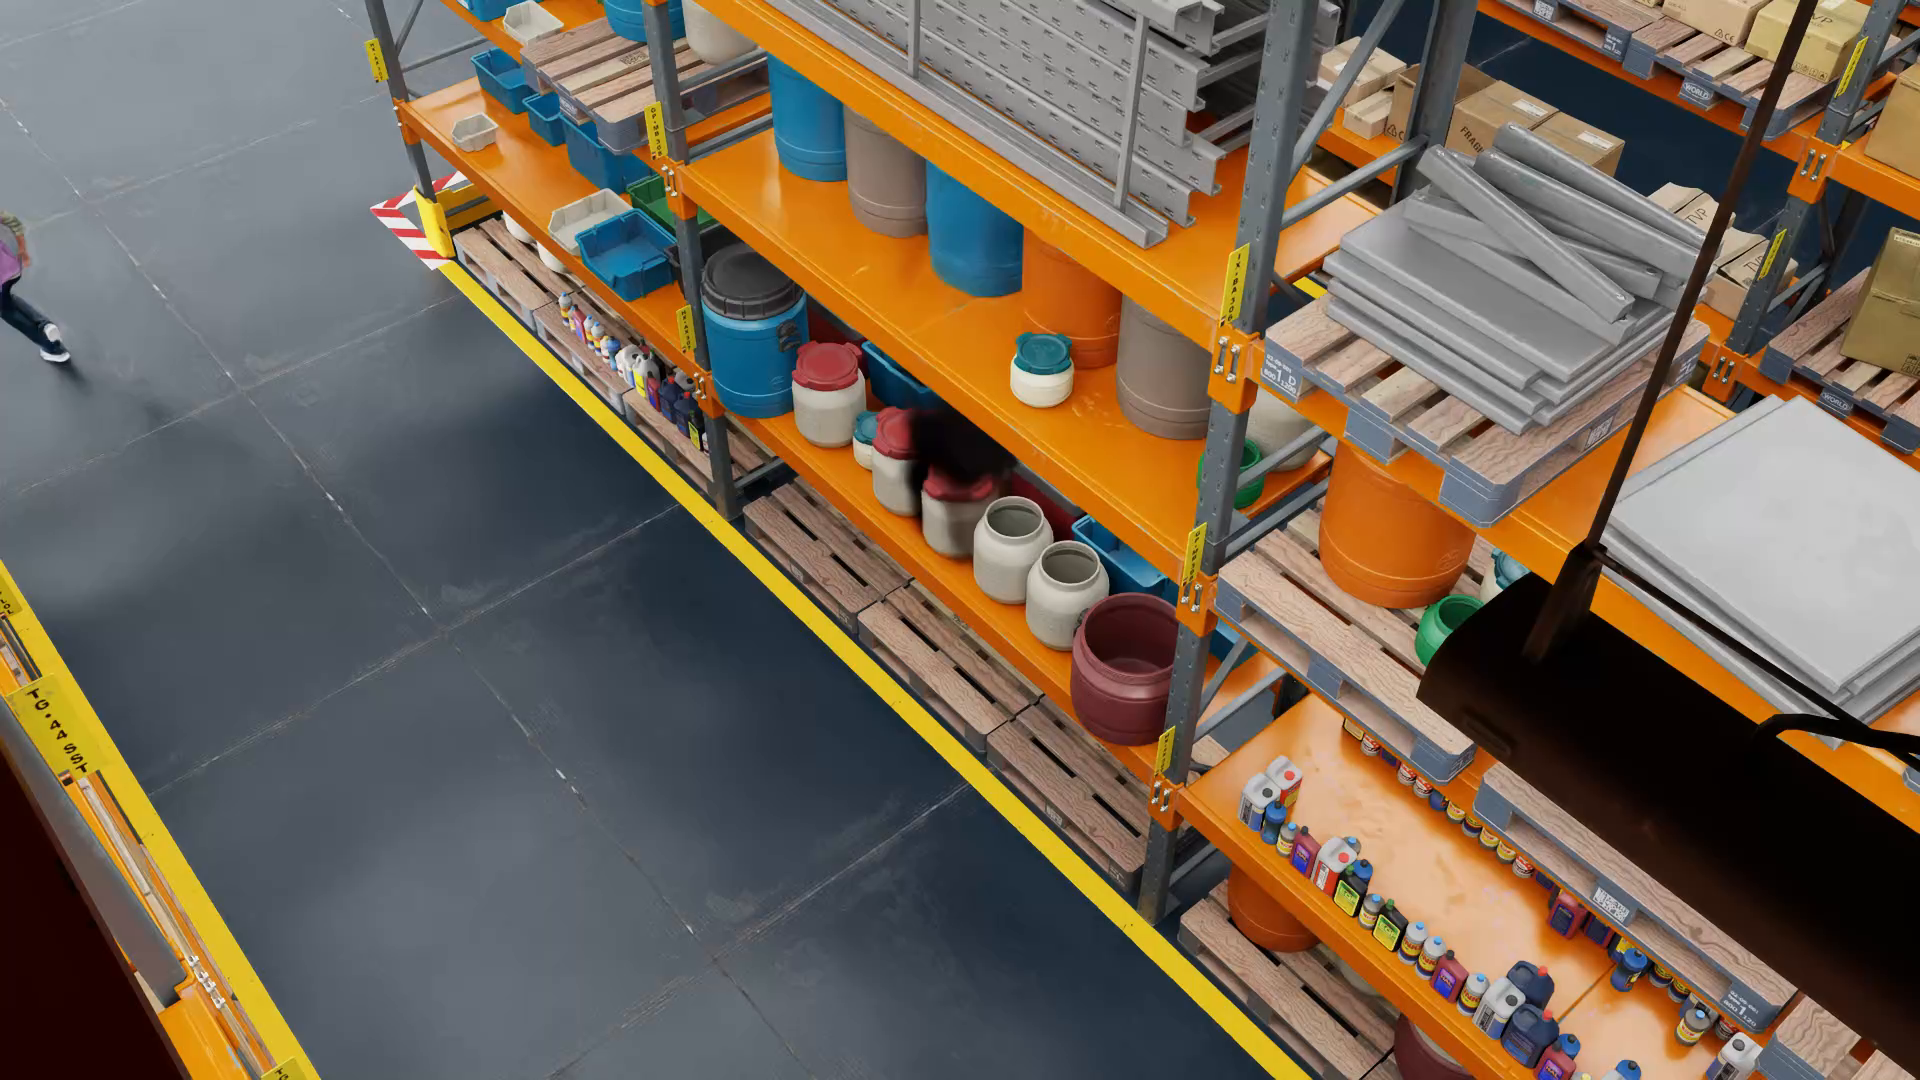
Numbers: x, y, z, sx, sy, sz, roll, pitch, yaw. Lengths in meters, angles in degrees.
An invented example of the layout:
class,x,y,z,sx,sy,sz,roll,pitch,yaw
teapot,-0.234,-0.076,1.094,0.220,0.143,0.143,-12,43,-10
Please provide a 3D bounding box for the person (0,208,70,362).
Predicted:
class,x,y,z,sx,sy,sz,roll,pitch,yaw
person,-6.810,-1.878,11.700,0.587,1.540,0.511,16,49,15
